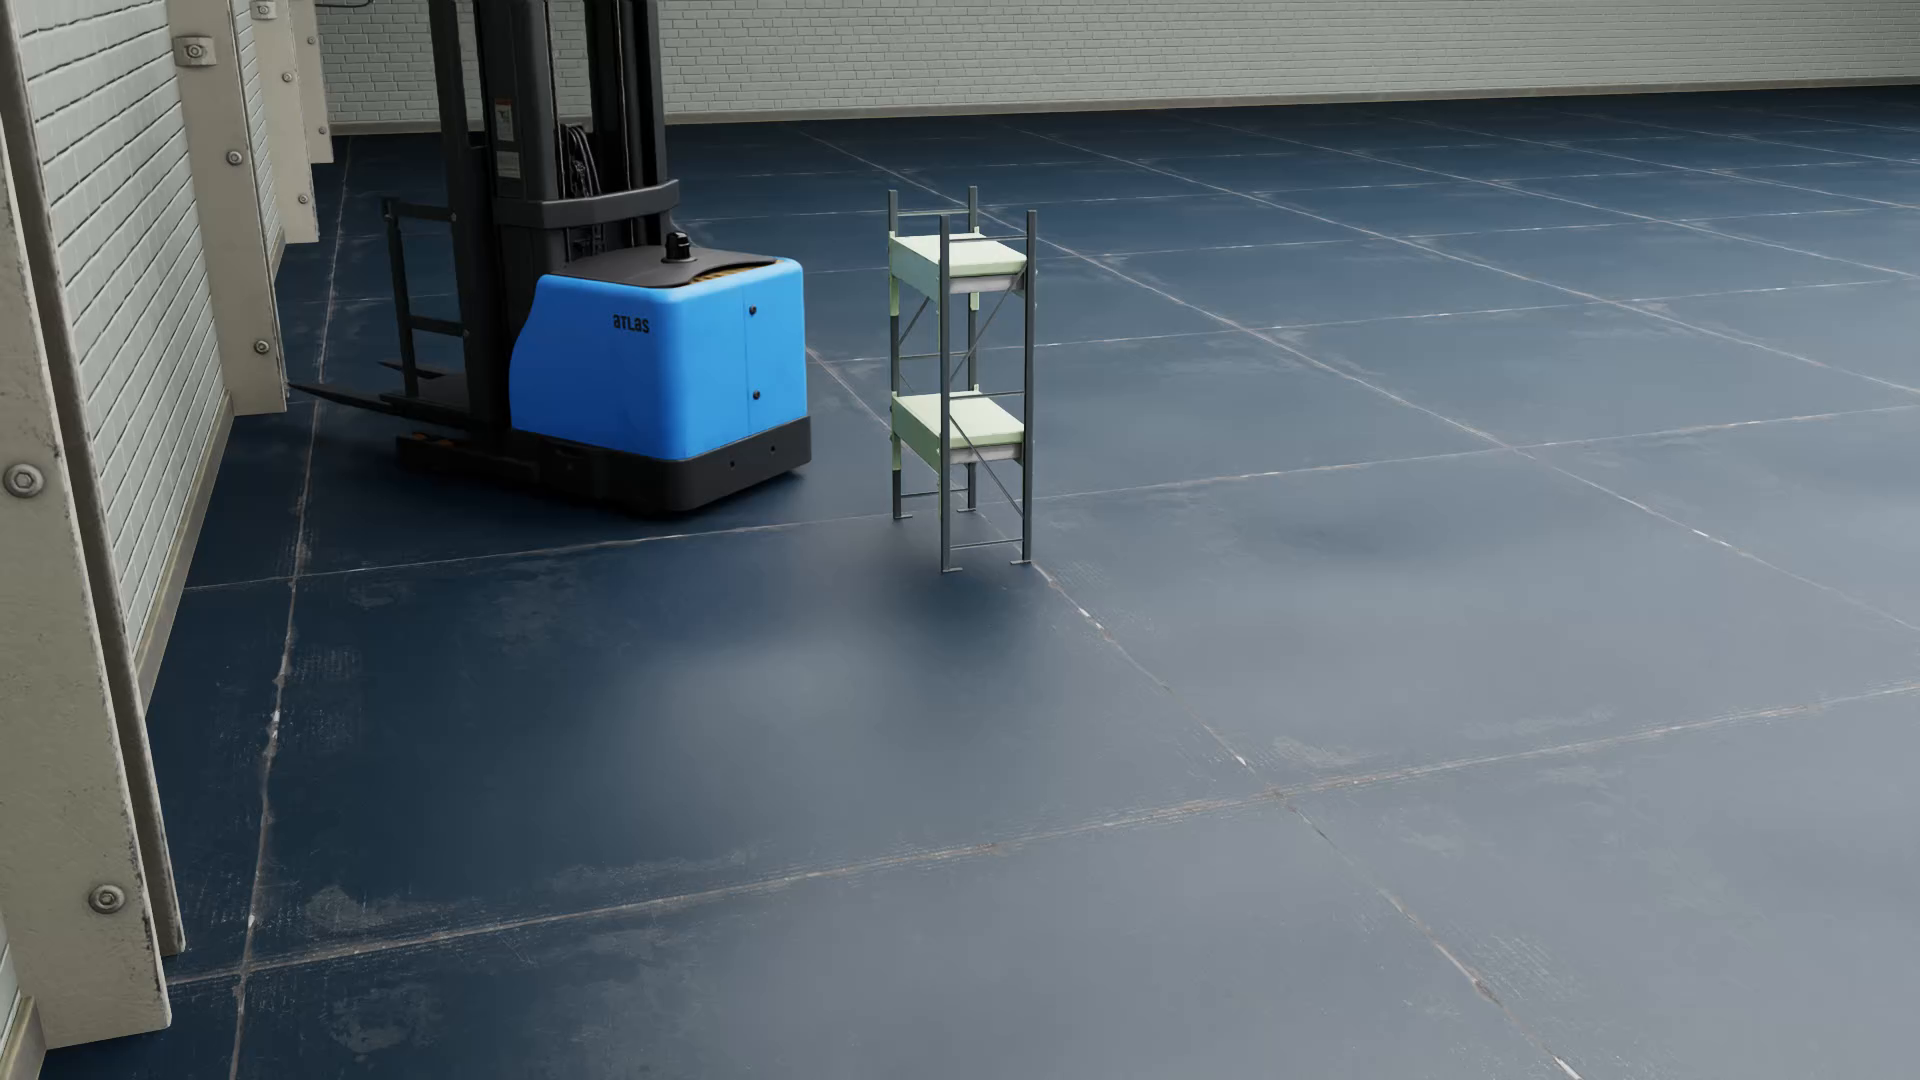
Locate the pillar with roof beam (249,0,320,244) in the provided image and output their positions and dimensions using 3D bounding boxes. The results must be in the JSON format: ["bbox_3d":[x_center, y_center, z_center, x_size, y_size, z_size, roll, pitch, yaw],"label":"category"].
[{"bbox_3d":[-1.835,-7.393,14.688,9.100,9.000,0.400,-6,21,-17],"label":"pillar with roof beam"}]

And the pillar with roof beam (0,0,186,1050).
[{"bbox_3d":[1.937,-3.542,3.966,9.100,9.000,0.400,-6,21,-17],"label":"pillar with roof beam"}]

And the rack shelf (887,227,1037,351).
[{"bbox_3d":[-0.002,-1.075,7.037,0.431,0.370,0.720,-6,21,-17],"label":"rack shelf"}]

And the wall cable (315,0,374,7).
[{"bbox_3d":[-7.478,-8.486,22.323,3.097,2.526,0.112,-6,21,-17],"label":"wall cable"}]

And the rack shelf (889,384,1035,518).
[{"bbox_3d":[-0.002,-0.401,7.279,0.431,0.370,0.720,-6,21,-17],"label":"rack shelf"}]

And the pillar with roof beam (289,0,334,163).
[{"bbox_3d":[-3.721,-9.319,20.048,9.100,9.000,0.400,-6,21,-17],"label":"pillar with roof beam"}]

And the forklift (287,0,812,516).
[{"bbox_3d":[-2.258,-1.852,8.237,3.031,2.935,1.130,12,23,31],"label":"forklift"}]

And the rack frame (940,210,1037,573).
[{"bbox_3d":[0.113,-0.591,6.842,0.400,1.500,0.023,-6,21,-17],"label":"rack frame"}]

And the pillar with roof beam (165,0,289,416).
[{"bbox_3d":[0.051,-5.468,9.327,9.100,9.000,0.400,-6,21,-17],"label":"pillar with roof beam"}]

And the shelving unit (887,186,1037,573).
[{"bbox_3d":[-0.002,-0.708,7.169,0.431,1.500,0.755,-6,21,-17],"label":"shelving unit"}]

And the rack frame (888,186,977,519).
[{"bbox_3d":[-0.117,-0.825,7.496,0.400,1.500,0.023,-6,21,-17],"label":"rack frame"}]
